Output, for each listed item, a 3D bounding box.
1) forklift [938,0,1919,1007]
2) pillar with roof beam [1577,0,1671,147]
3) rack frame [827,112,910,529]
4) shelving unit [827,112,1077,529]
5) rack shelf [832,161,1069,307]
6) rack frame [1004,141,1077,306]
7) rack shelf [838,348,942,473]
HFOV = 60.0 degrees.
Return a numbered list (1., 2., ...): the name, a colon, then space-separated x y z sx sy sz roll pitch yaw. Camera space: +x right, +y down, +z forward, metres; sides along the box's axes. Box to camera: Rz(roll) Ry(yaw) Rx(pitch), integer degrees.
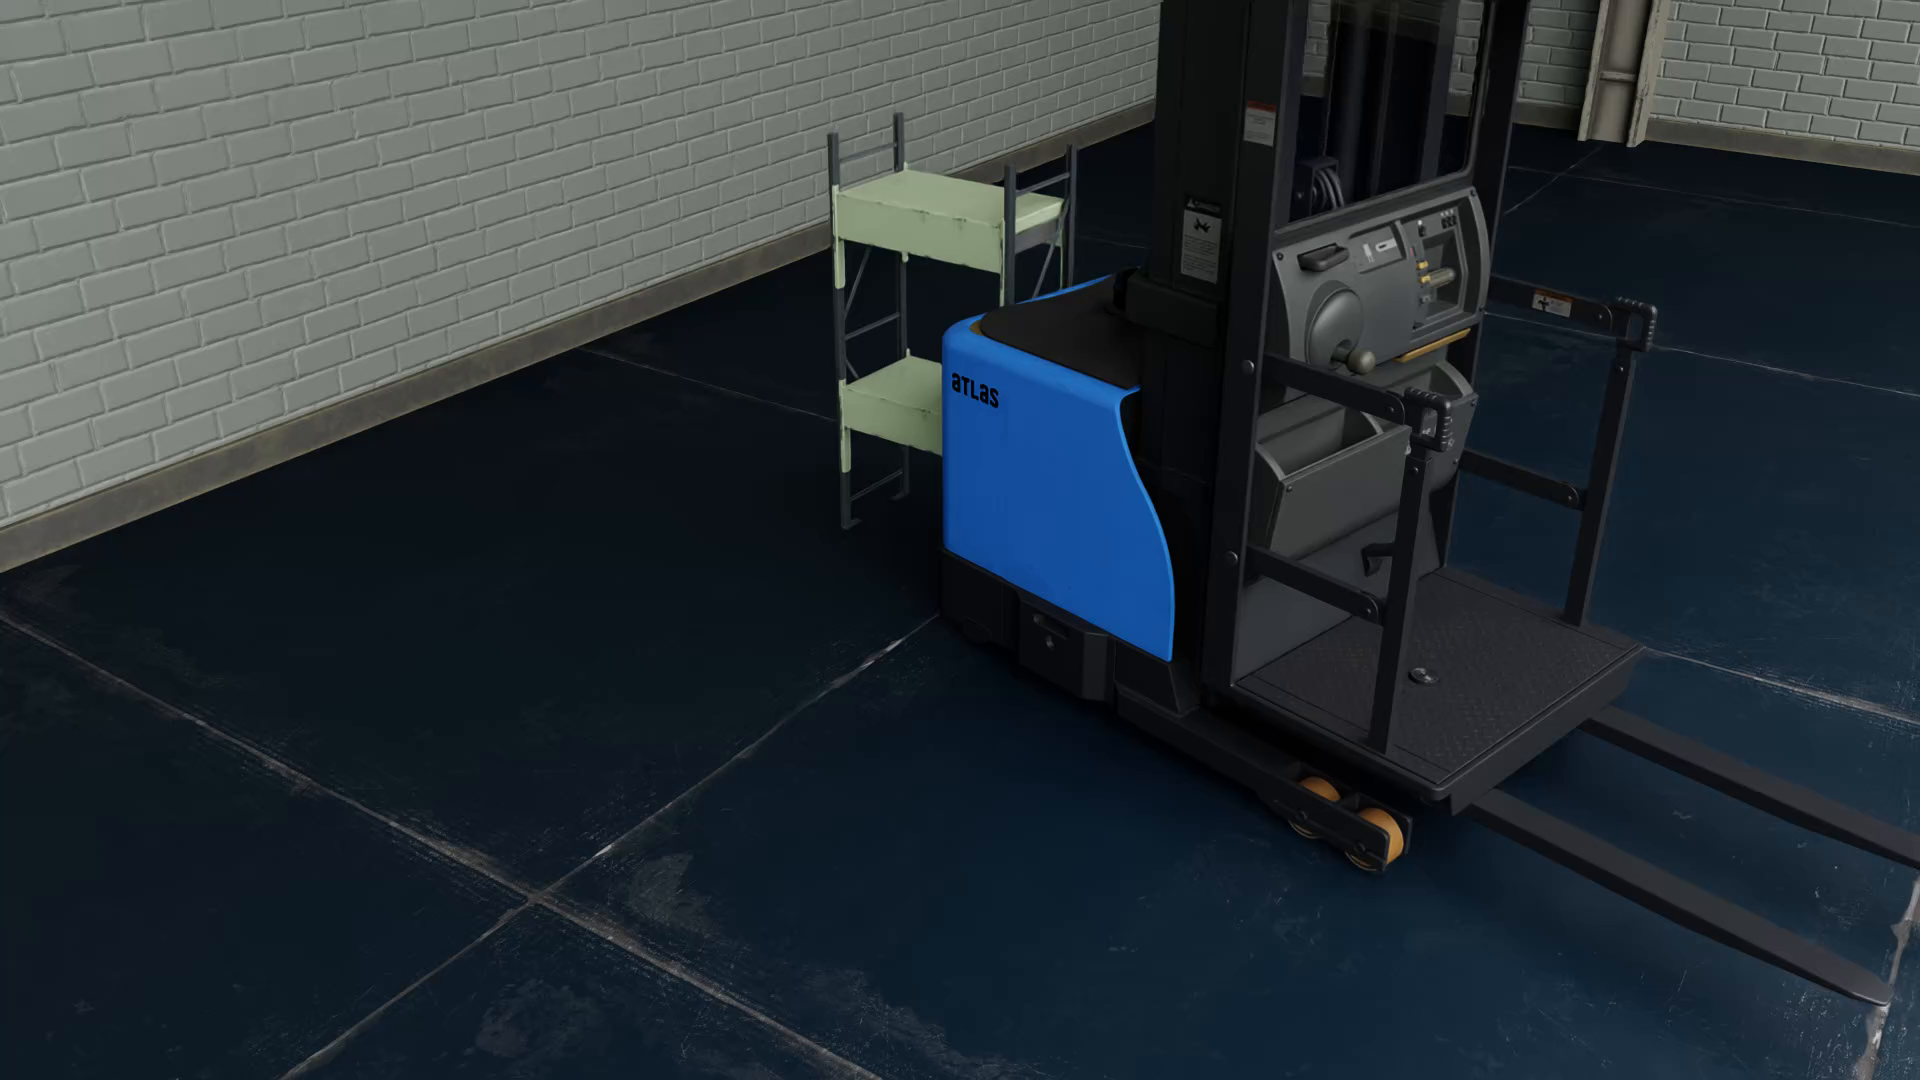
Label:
1. forklift: 1.291 -0.676 4.346 1.130 2.935 3.031 -23 35 -37
2. pillar with roof beam: 2.209 -5.261 6.666 0.400 9.000 9.100 17 32 30
3. rack frame: -0.327 -0.786 6.140 0.023 1.500 0.400 18 32 31
4. shelving unit: -0.030 -0.689 5.950 0.755 1.500 0.431 18 32 31
5. rack shelf: -0.030 -1.037 5.773 0.720 0.370 0.431 18 32 31
6. rack frame: 0.267 -0.592 5.759 0.023 1.500 0.400 18 32 31
7. rack shelf: -0.030 -0.398 6.098 0.720 0.370 0.431 18 32 31
